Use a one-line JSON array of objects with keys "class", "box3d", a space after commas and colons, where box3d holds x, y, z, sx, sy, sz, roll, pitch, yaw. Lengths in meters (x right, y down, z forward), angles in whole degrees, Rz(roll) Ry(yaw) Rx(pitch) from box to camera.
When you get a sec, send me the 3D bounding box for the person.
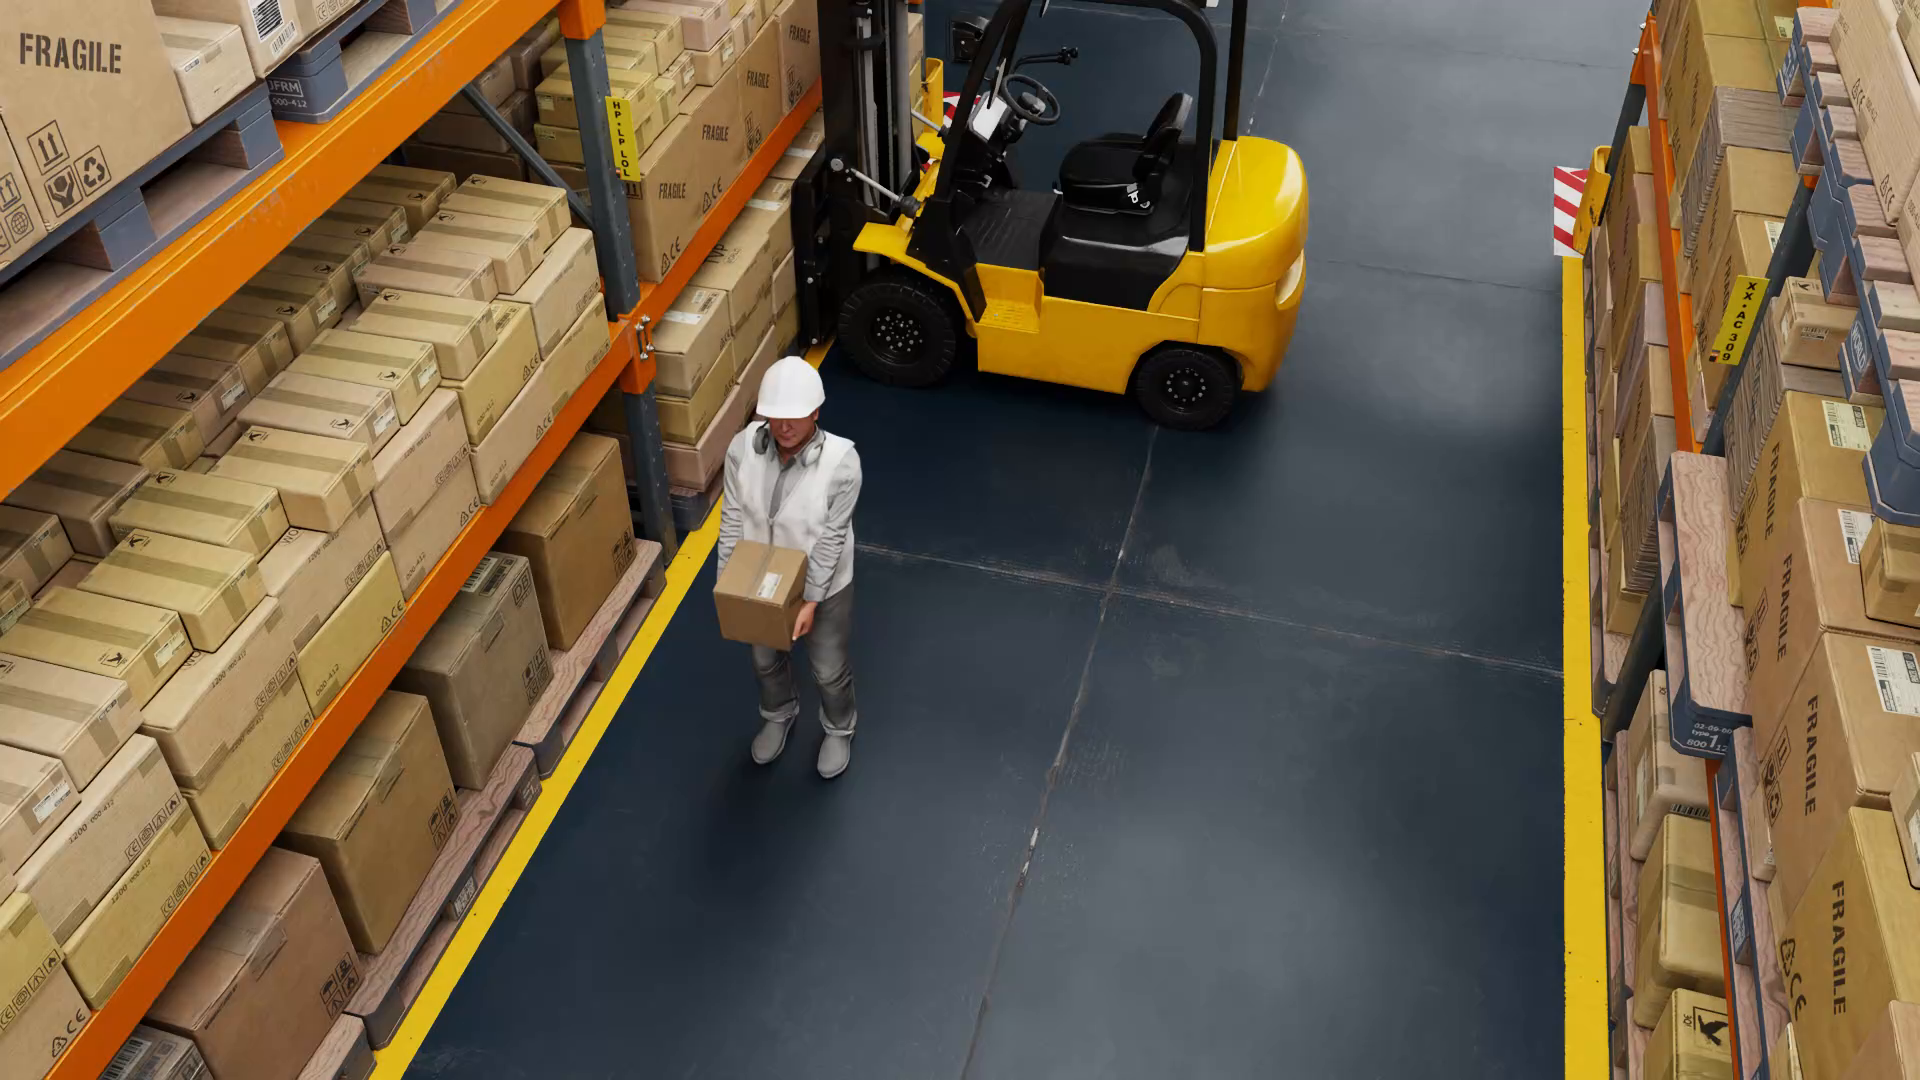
[{"class": "person", "box3d": [-0.604, 0.178, 5.936, 0.494, 1.767, 0.545, 11, 42, 12]}]
